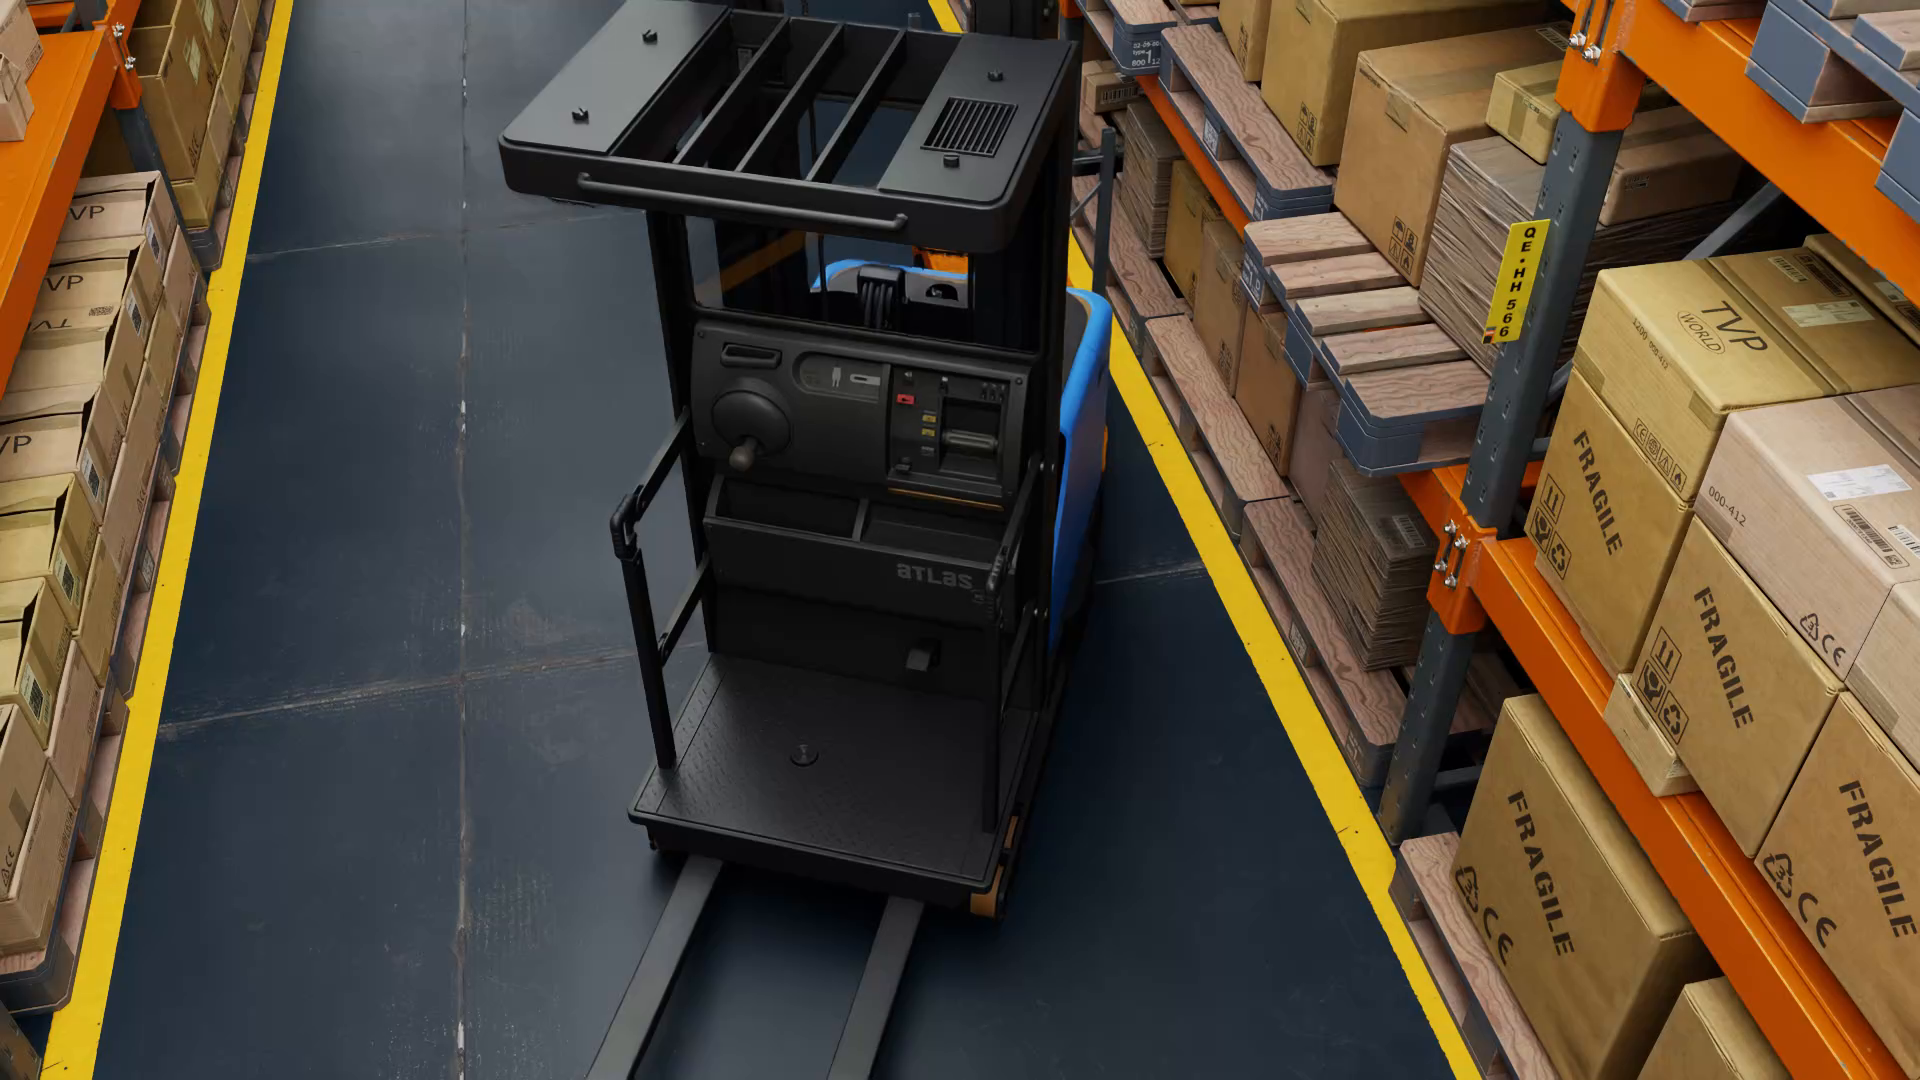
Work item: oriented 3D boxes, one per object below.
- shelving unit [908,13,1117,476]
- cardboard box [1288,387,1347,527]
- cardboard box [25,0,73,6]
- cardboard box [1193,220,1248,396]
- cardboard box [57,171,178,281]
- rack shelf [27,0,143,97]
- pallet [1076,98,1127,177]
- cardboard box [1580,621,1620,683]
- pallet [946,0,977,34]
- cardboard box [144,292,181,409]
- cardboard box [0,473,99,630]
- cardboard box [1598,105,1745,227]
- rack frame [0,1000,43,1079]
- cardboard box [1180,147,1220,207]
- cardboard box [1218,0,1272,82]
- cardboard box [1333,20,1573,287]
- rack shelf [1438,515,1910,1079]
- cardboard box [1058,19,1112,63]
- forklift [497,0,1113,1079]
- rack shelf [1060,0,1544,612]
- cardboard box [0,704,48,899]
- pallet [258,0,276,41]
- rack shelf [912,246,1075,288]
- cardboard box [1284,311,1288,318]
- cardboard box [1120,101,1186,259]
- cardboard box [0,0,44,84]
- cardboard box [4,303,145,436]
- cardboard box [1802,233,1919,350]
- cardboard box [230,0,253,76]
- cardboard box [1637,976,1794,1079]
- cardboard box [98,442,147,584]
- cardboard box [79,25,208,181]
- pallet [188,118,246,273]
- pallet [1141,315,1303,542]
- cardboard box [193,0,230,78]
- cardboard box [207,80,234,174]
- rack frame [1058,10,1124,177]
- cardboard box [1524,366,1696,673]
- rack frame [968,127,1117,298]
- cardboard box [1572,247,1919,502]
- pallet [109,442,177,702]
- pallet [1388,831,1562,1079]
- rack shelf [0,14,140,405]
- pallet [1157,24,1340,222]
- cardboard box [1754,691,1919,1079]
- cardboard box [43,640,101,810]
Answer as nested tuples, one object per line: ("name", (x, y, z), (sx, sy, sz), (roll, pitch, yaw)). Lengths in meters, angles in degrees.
("shelving unit", (0.165, -1.093, 6.352), (0.587, 1.500, 1.083), (-8, 42, -9))
("cardboard box", (1.611, -0.314, 5.896), (0.700, 0.500, 0.500), (-8, 42, -9))
("cardboard box", (-3.986, -2.479, 6.708), (0.700, 0.500, 0.500), (-9, 42, -10))
("cardboard box", (1.358, -0.958, 6.621), (0.700, 0.500, 0.500), (-8, 42, -9))
("cardboard box", (-3.517, -1.272, 6.756), (0.500, 0.311, 0.500), (-8, 42, -9))
("rack shelf", (-4.316, -3.182, 8.118), (1.077, 0.370, 4.000), (-8, 42, -9))
("pallet", (0.773, -2.255, 8.631), (1.003, 0.211, 1.213), (-8, 42, -9))
("cardboard box", (1.706, 0.223, 3.913), (0.380, 0.149, 0.250), (-8, 42, -9))
("pallet", (0.506, -3.047, 9.524), (1.003, 0.211, 1.213), (-8, 42, -9))
("cardboard box", (-3.404, -0.728, 6.566), (0.500, 0.250, 0.500), (-9, 42, -10))
("cardboard box", (-3.076, 0.048, 5.269), (0.500, 0.311, 0.500), (-9, 42, -10))
("cardboard box", (1.712, -0.938, 4.152), (0.380, 0.149, 0.250), (-14, 43, -15))
("rack frame", (-3.021, 0.438, 3.497), (1.000, 3.000, 0.127), (-8, 42, -9))
("cardboard box", (1.226, -1.618, 6.800), (0.500, 0.250, 0.500), (-9, 42, -10))
("cardboard box", (1.315, -1.949, 5.779), (0.700, 0.500, 0.500), (-3, 42, -3))
("cardboard box", (1.557, -1.138, 4.866), (0.700, 0.500, 0.500), (-12, 43, -13))
("rack shelf", (2.247, 1.291, 3.078), (1.077, 0.370, 4.000), (-8, 42, -9))
("cardboard box", (0.689, -2.764, 8.656), (0.500, 0.500, 0.500), (-11, 43, -12))
("forklift", (-0.329, -0.255, 4.329), (1.130, 2.935, 3.031), (9, 42, 10))
("rack shelf", (1.384, -1.302, 5.999), (1.077, 0.370, 4.000), (-8, 42, -9))
("cardboard box", (-2.847, 0.718, 4.514), (0.500, 0.311, 0.500), (-7, 42, -8))
("pallet", (-4.542, -3.215, 9.713), (1.003, 0.211, 1.213), (-8, 42, -9))
("rack shelf", (0.163, -0.964, 6.478), (0.538, 0.185, 1.000), (-8, 42, -9))
("cardboard box", (1.431, -0.955, 6.053), (0.500, 0.250, 0.500), (-9, 42, -9))
("cardboard box", (1.127, -1.622, 7.370), (0.700, 0.500, 0.500), (-7, 42, -8))
("cardboard box", (-3.735, -1.786, 6.116), (0.500, 0.250, 0.500), (-6, 42, -7))
("cardboard box", (-3.293, -0.612, 6.012), (0.500, 0.311, 0.500), (-8, 42, -9))
("cardboard box", (2.166, -0.454, 3.623), (0.500, 0.250, 0.500), (-7, 42, -8))
("cardboard box", (-4.008, -2.601, 8.675), (0.500, 0.250, 0.500), (-8, 42, -9))
("cardboard box", (2.029, 1.437, 3.675), (0.750, 0.750, 0.750), (-9, 42, -9))
("cardboard box", (-3.185, -0.067, 5.821), (0.500, 0.250, 0.500), (-8, 42, -8))
("cardboard box", (-3.678, -1.910, 7.332), (0.500, 0.500, 0.500), (-8, 42, -9))
("pallet", (-4.015, -1.634, 7.931), (1.003, 0.211, 1.213), (-8, 42, -9))
("pallet", (1.388, -0.528, 6.685), (1.003, 0.211, 1.213), (-8, 42, -9))
("cardboard box", (-3.894, -2.558, 8.062), (0.500, 0.500, 0.500), (-8, 42, -9))
("cardboard box", (-3.791, -1.953, 7.945), (0.500, 0.250, 0.500), (-8, 42, -9))
("rack frame", (0.952, -2.867, 7.221), (1.000, 3.000, 0.127), (-8, 42, -9))
("cardboard box", (1.670, -0.079, 3.765), (0.500, 0.500, 0.500), (-7, 42, -8))
("rack frame", (0.273, -0.770, 5.987), (0.500, 1.500, 0.032), (-8, 42, -9))
("cardboard box", (1.668, -0.361, 3.518), (0.500, 0.250, 0.500), (-7, 42, -8))
("pallet", (-3.420, 0.152, 5.920), (1.003, 0.211, 1.213), (-8, 42, -9))
("pallet", (1.912, 1.290, 4.637), (1.003, 0.211, 1.213), (-8, 42, -9))
("rack shelf", (-3.452, -0.590, 5.197), (1.077, 0.370, 4.000), (-8, 42, -9))
("pallet", (1.348, -1.480, 5.802), (1.003, 0.211, 1.213), (-8, 42, -9))
("cardboard box", (1.880, 0.584, 3.019), (0.500, 0.500, 0.500), (-9, 42, -9))
("cardboard box", (-2.956, 0.602, 5.067), (0.500, 0.250, 0.500), (-9, 42, -10))
